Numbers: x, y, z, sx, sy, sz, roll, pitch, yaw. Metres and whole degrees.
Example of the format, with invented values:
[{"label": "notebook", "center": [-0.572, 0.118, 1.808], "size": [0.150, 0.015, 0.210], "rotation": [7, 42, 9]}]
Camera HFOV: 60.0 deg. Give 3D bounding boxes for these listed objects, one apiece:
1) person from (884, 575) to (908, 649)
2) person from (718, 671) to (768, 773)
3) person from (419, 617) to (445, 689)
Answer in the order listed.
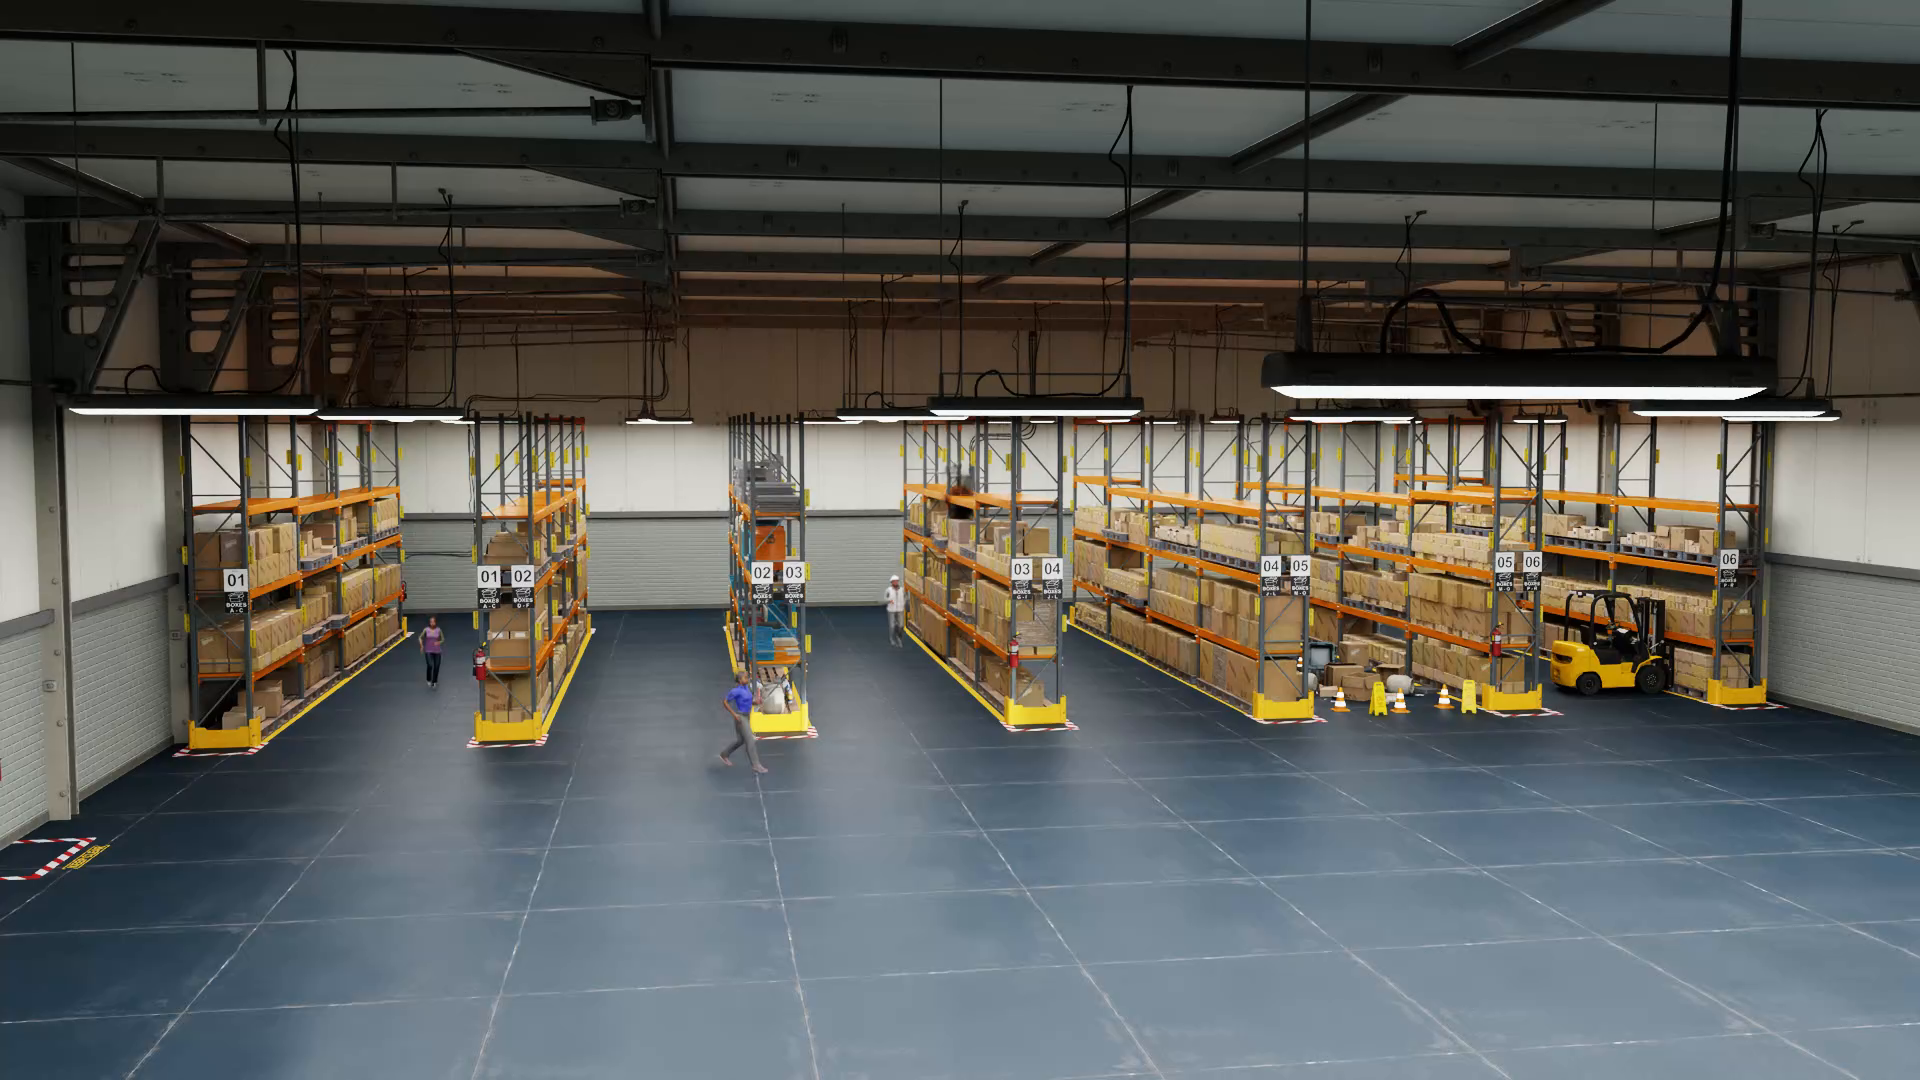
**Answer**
[{"label": "person", "center": [-1.571, 1.790, 41.128], "size": [0.627, 1.831, 0.702], "rotation": [-1, 4, -11]}, {"label": "person", "center": [-3.609, 2.999, 27.563], "size": [0.929, 1.658, 0.570], "rotation": [1, 4, 13]}, {"label": "person", "center": [-11.473, 2.472, 36.164], "size": [0.514, 1.552, 0.645], "rotation": [-2, 4, -24]}]
